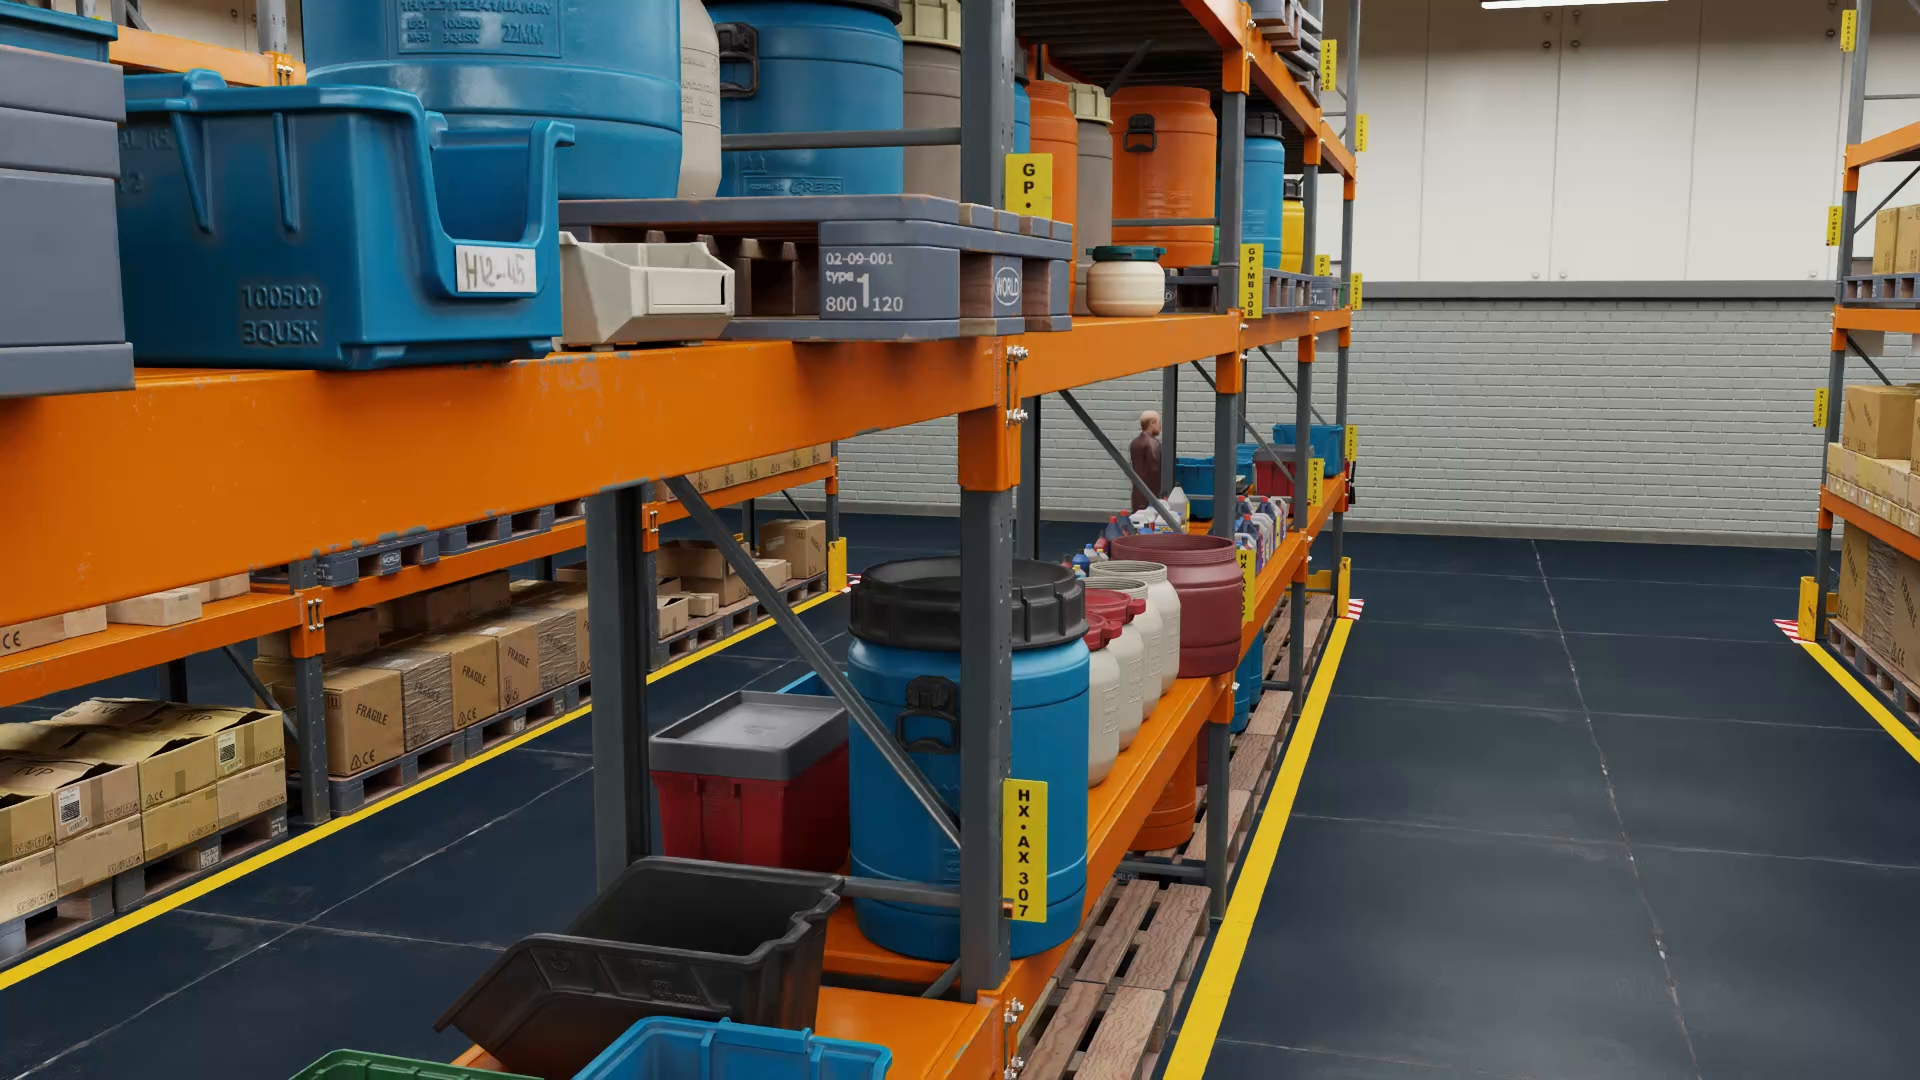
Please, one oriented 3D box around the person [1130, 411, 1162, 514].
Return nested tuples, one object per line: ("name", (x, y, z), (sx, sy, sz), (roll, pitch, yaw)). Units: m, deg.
("person", (1.834, -0.392, 16.450), (0.620, 1.769, 0.632), (-3, 9, -21))
